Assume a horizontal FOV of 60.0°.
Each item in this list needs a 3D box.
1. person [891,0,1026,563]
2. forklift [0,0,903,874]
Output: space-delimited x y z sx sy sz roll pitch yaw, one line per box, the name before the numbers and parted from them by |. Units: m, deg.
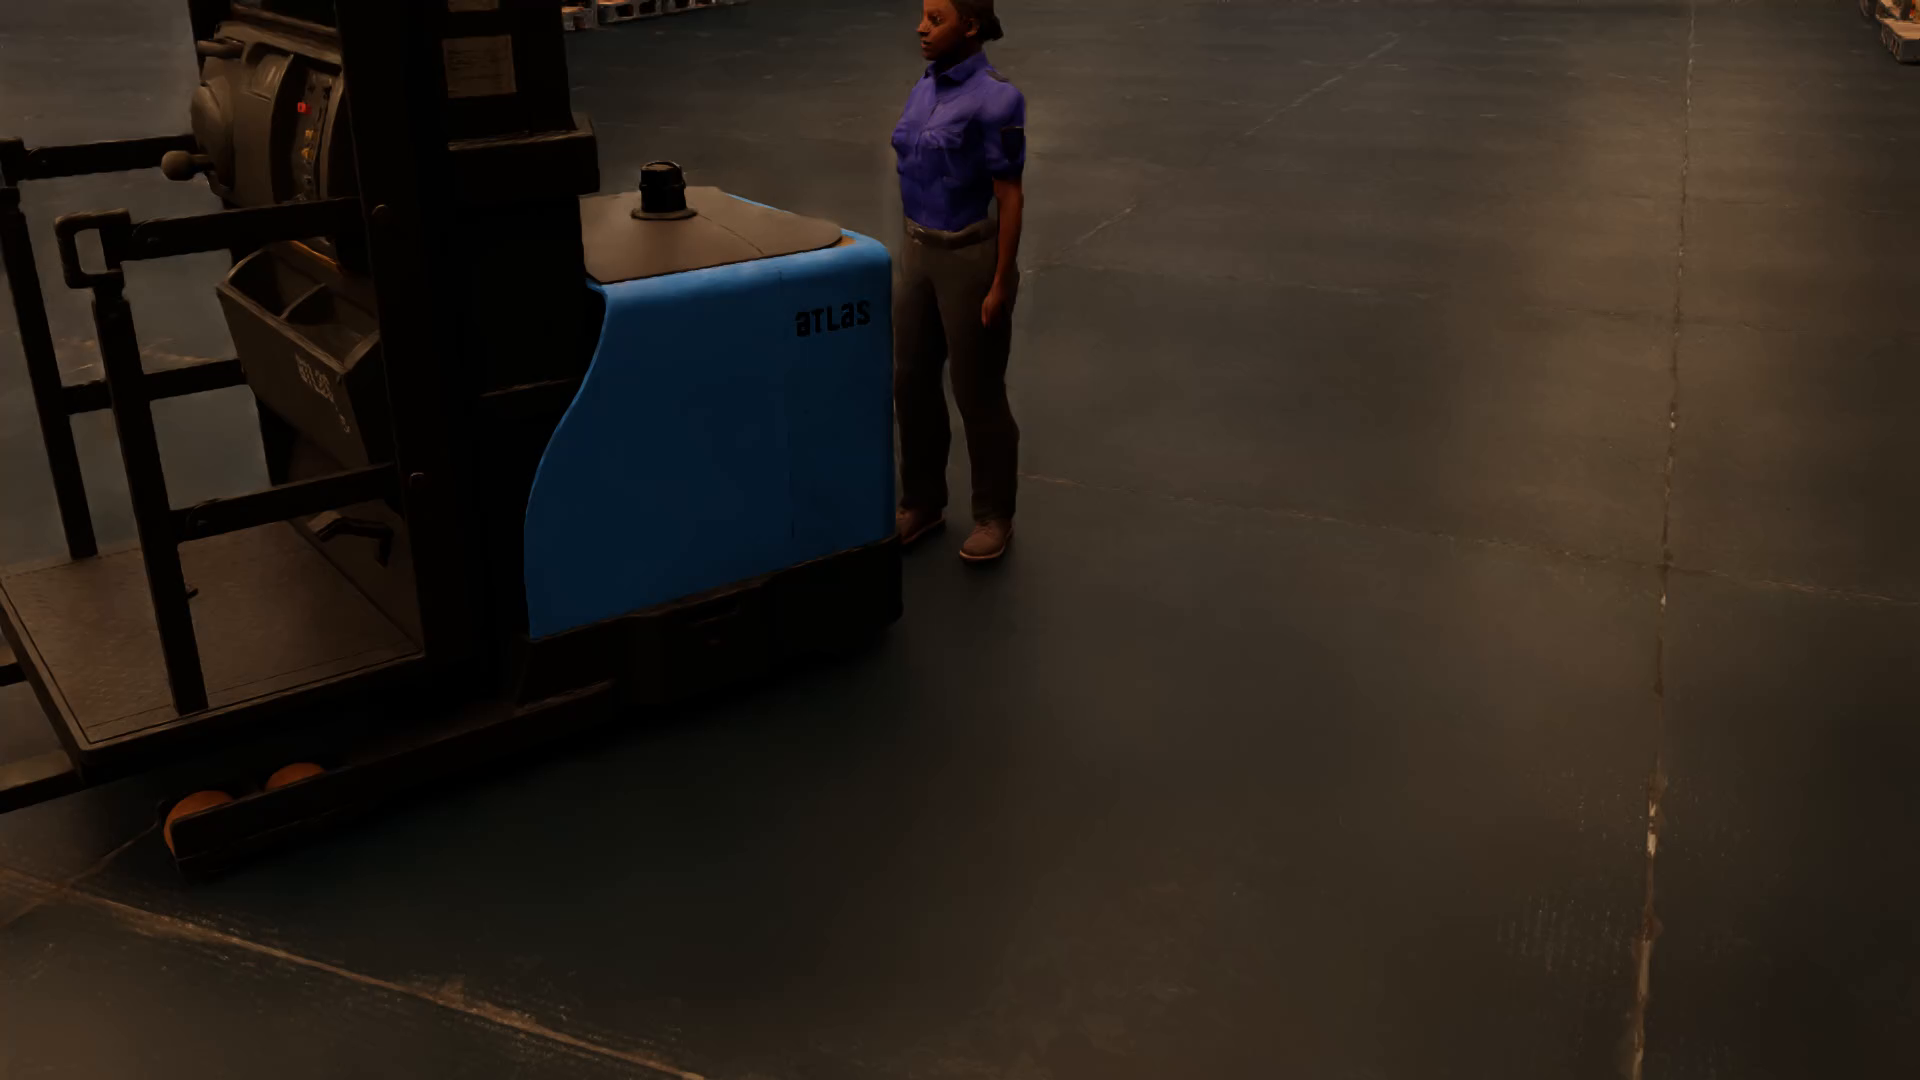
person | -0.035 -0.748 4.742 0.417 1.661 0.439 -16 28 -34
forklift | -1.634 -0.893 3.429 3.031 2.935 1.130 -16 28 -34
